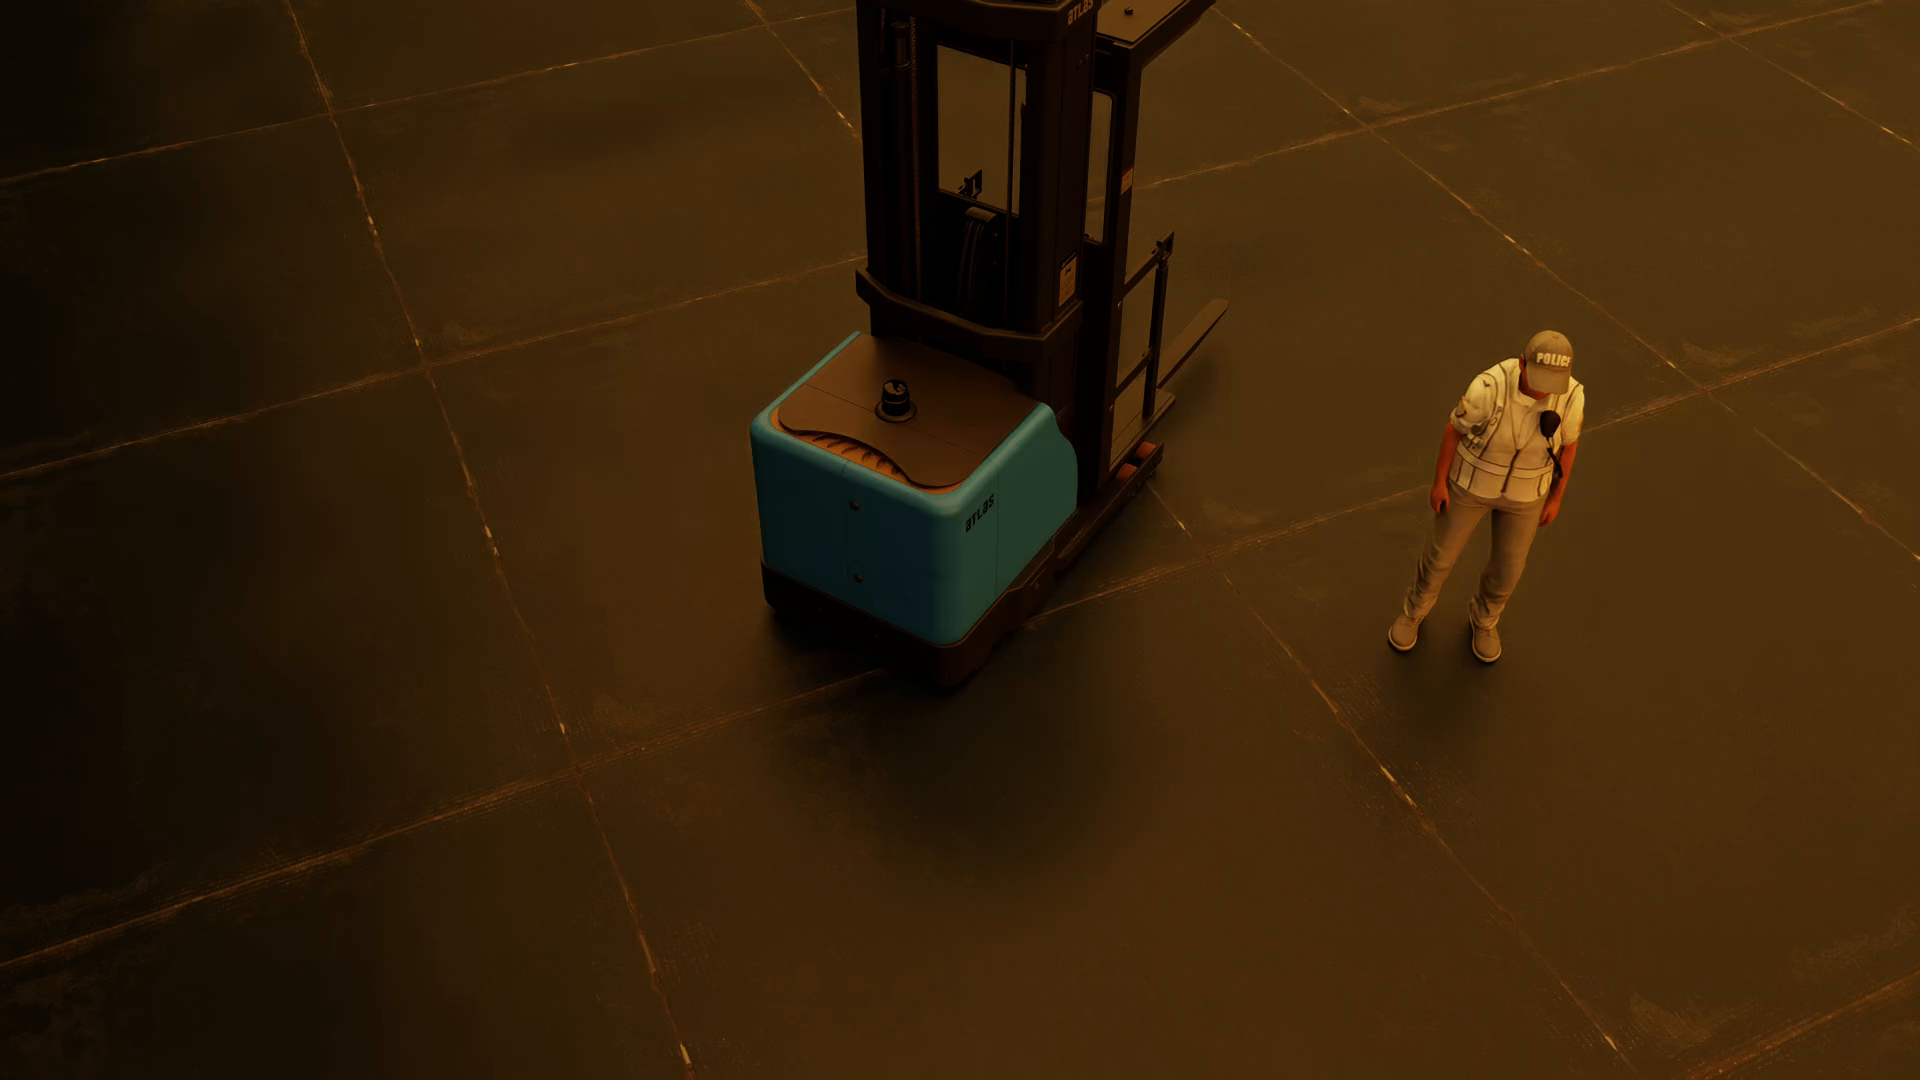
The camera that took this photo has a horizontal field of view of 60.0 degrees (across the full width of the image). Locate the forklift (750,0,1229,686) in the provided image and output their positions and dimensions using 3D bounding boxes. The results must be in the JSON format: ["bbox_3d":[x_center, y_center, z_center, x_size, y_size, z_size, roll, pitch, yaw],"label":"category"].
[{"bbox_3d":[0.339,-1.434,7.217,1.130,2.935,3.031,24,48,23],"label":"forklift"}]

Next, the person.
[{"bbox_3d":[2.187,-0.196,6.820,0.564,1.665,0.470,7,43,8],"label":"person"}]
